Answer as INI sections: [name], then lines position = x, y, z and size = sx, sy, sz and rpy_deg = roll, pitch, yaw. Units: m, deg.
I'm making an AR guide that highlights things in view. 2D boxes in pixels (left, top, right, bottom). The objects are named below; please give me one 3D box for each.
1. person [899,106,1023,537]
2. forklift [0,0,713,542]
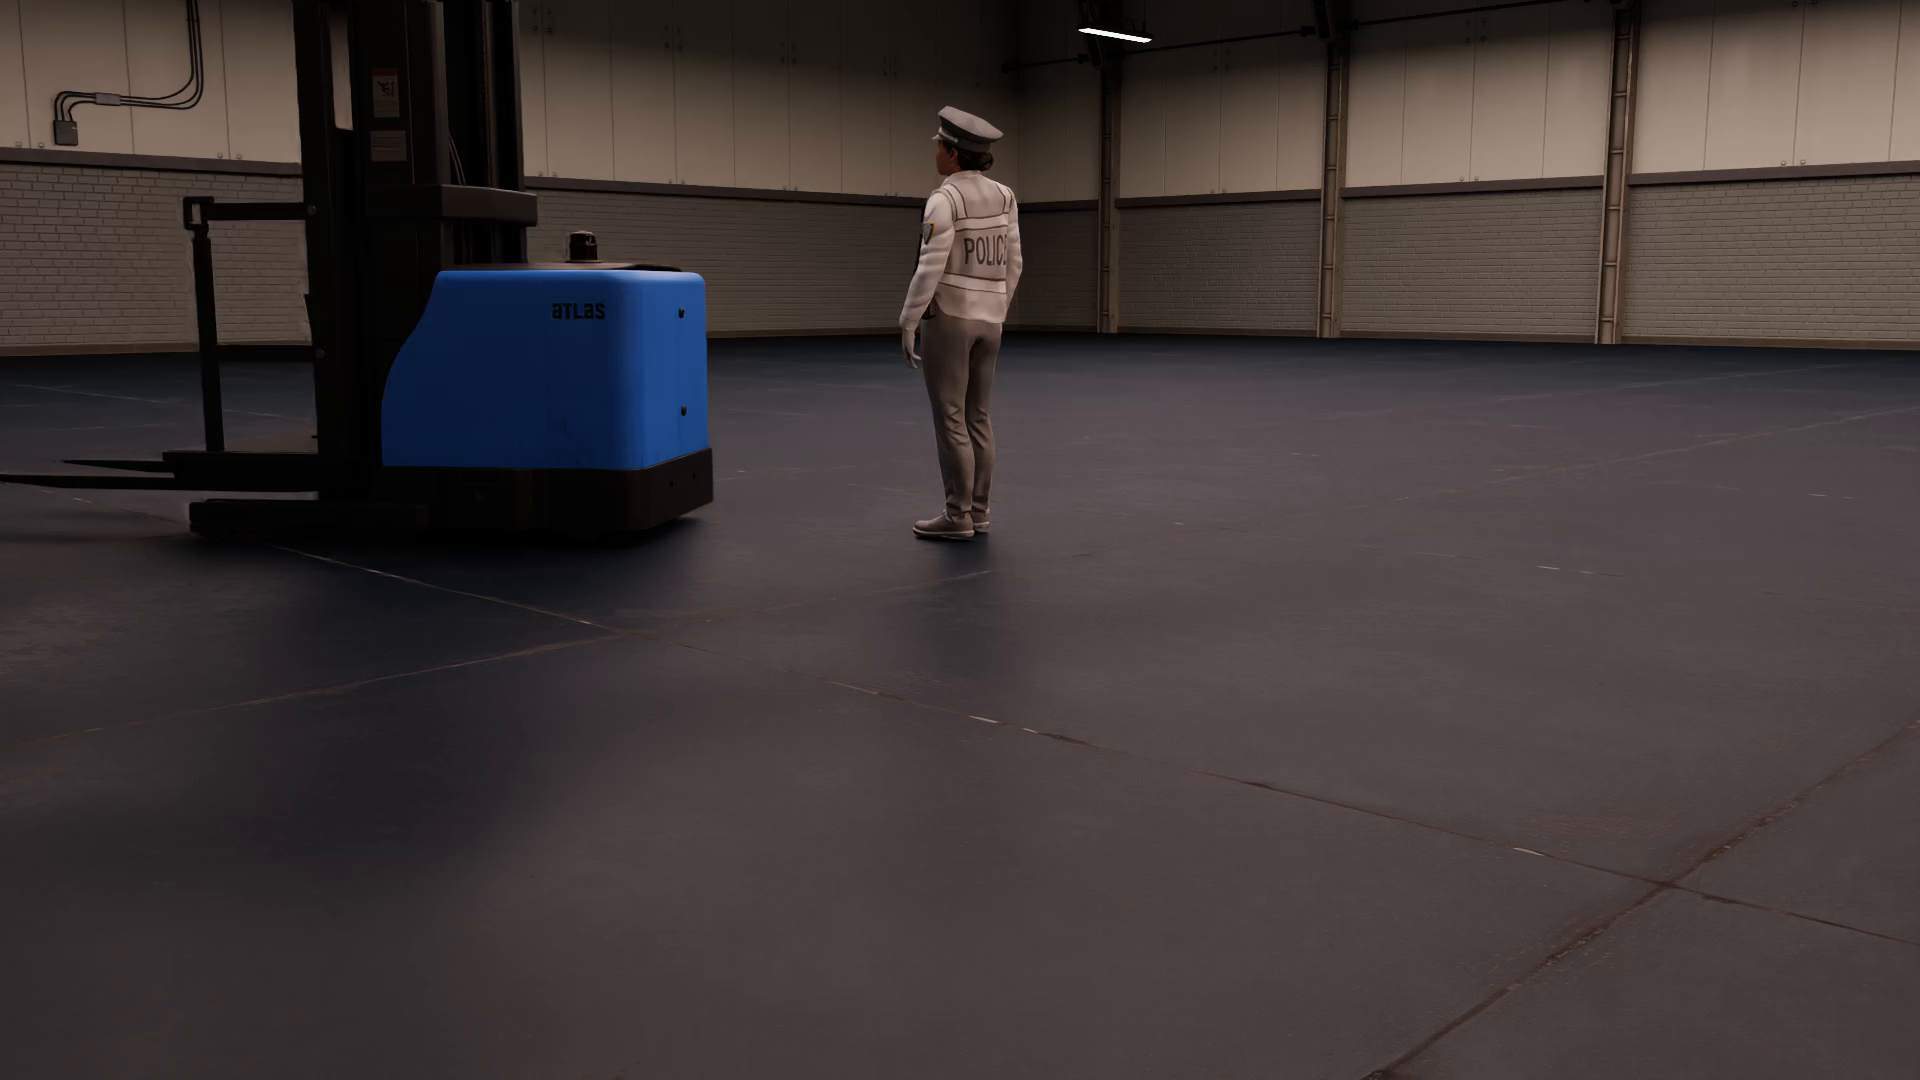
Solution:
[person]
position = -0.044, -0.853, 6.642
size = 0.531, 1.694, 0.586
rpy_deg = 8, 12, 43
[forklift]
position = -2.655, -1.518, 6.954
size = 3.031, 2.935, 1.130
rpy_deg = 1, 9, 8
